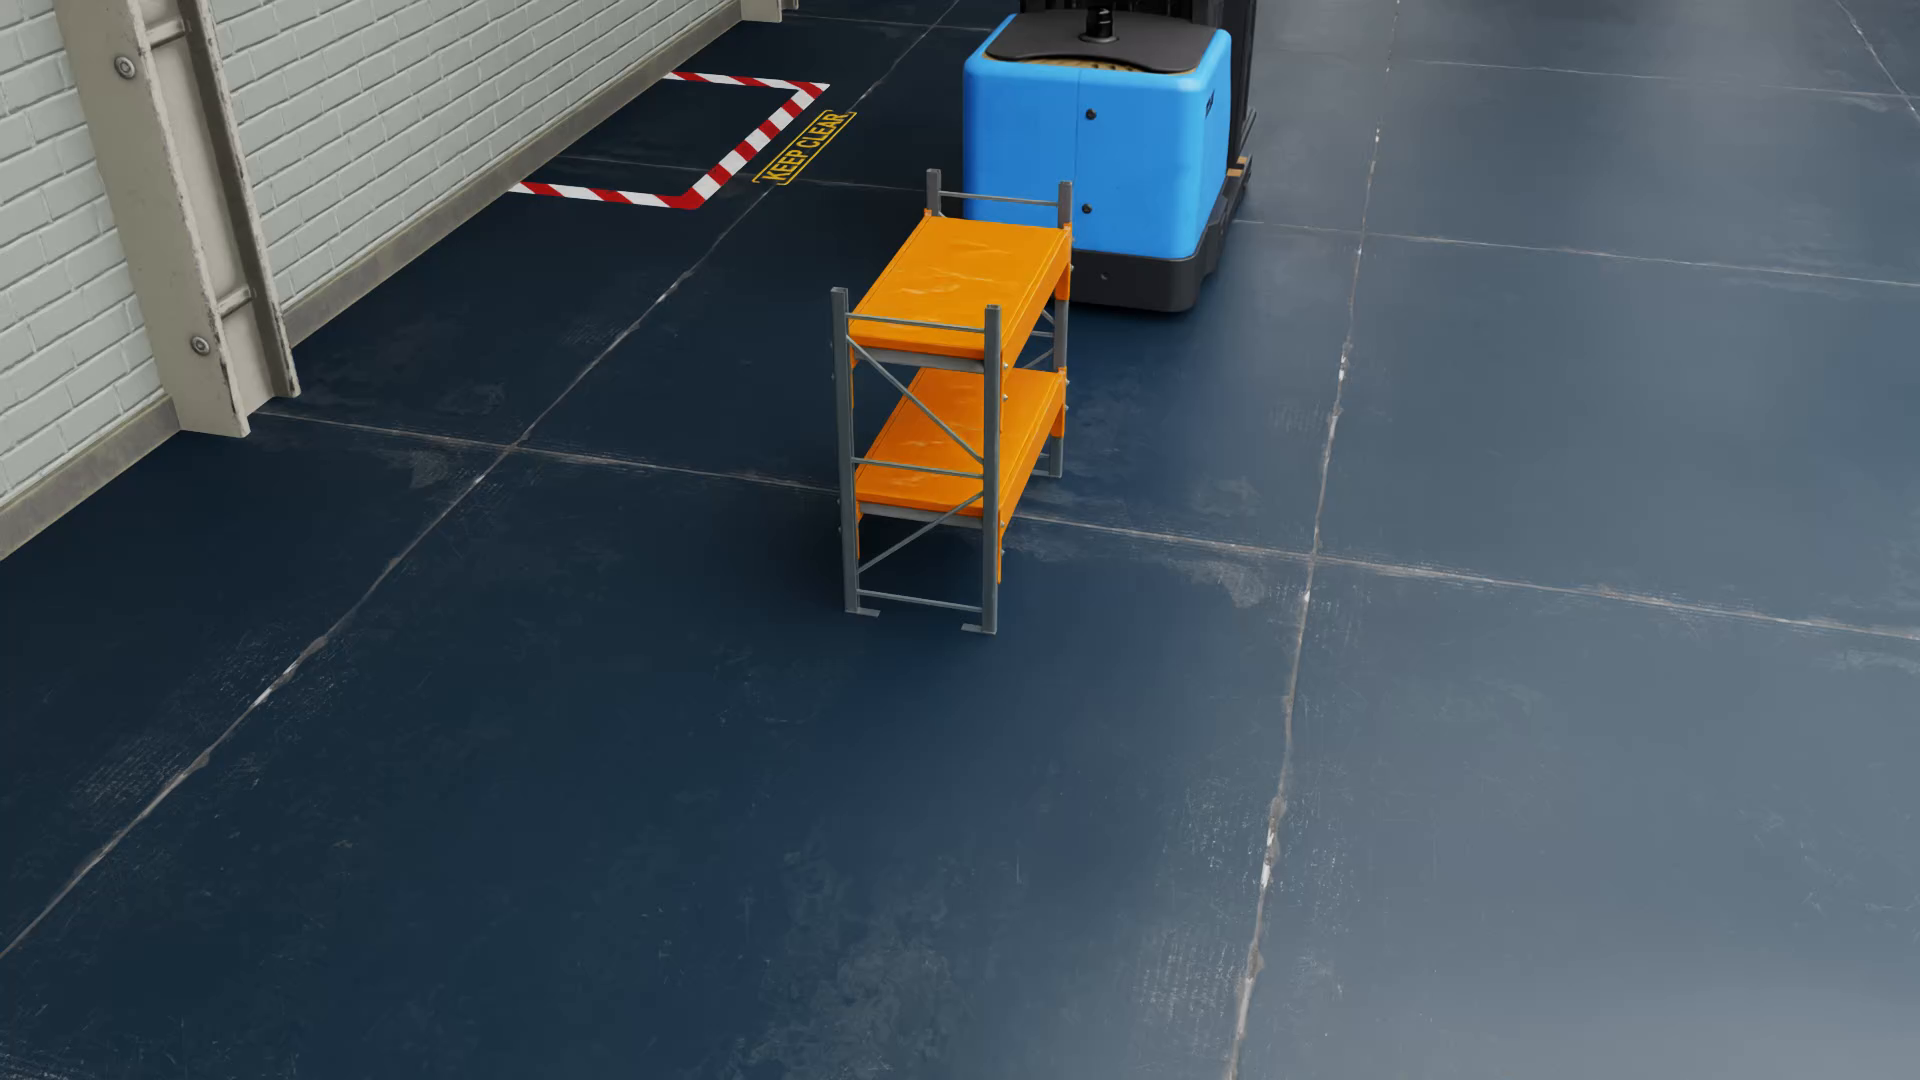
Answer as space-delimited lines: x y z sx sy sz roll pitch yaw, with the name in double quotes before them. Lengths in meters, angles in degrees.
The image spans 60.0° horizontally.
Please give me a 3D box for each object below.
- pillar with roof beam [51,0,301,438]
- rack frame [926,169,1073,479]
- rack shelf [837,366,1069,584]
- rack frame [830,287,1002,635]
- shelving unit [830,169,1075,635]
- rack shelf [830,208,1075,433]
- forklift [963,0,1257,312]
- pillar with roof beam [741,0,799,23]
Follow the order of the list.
"pillar with roof beam" 1.320 -3.726 3.223 9.100 9.000 0.400 8 33 12
"rack frame" 0.131 -0.742 5.869 0.500 1.125 0.032 8 33 12
"rack shelf" 0.002 -0.272 5.585 0.538 0.278 1.000 8 33 12
"rack frame" -0.127 -0.214 5.039 0.500 1.125 0.032 8 33 12
"shelving unit" 0.002 -0.478 5.454 0.538 1.125 1.048 8 33 12
"rack shelf" 0.002 -0.725 5.297 0.538 0.278 1.000 8 33 12
"forklift" 0.885 -3.001 7.739 1.130 2.935 3.031 9 33 13
"pillar with roof beam" 2.842 -6.839 8.120 9.100 9.000 0.400 8 33 12
